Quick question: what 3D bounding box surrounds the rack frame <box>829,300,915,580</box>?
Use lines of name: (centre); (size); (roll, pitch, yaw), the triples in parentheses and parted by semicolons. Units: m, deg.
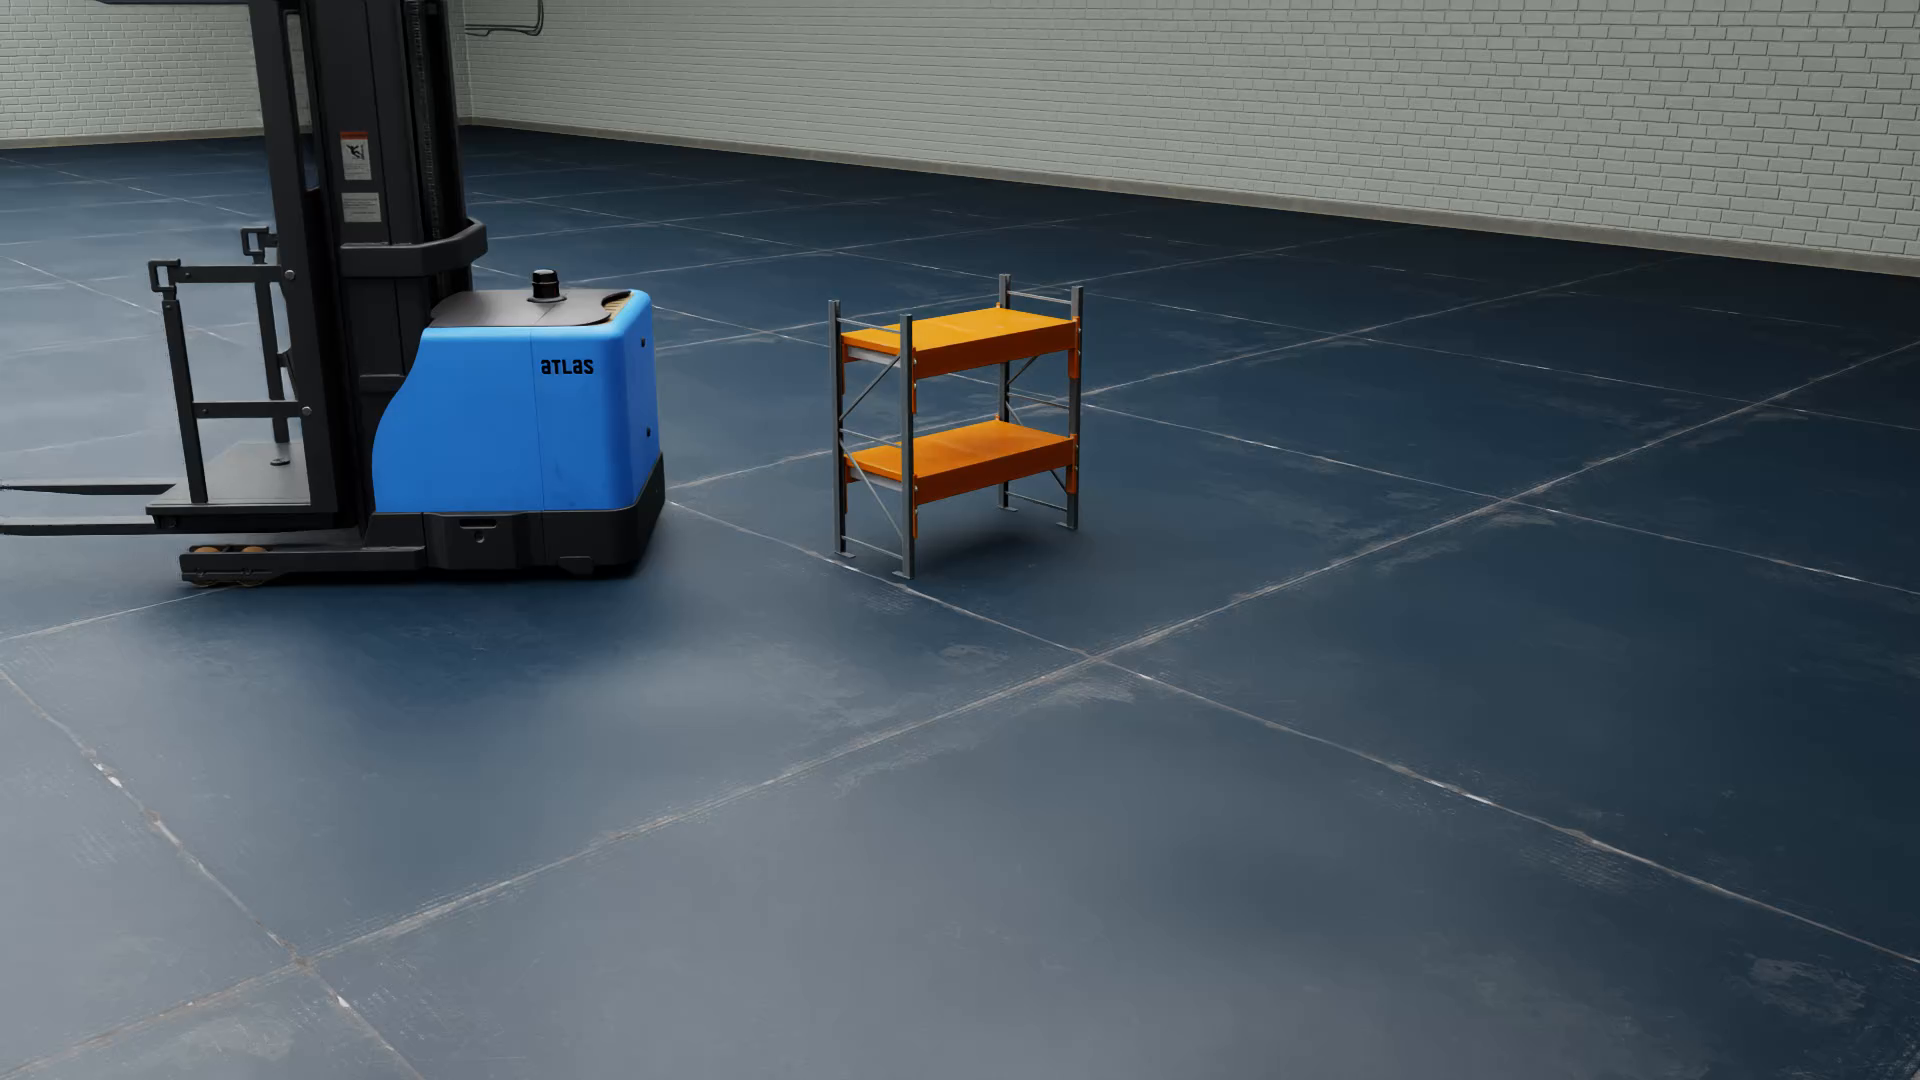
rack frame: (-0.374, -0.426, 7.046); (0.032, 1.125, 0.500); (-16, 24, -41)

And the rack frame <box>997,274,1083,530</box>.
rack frame: (0.364, -0.641, 7.711); (0.032, 1.125, 0.500); (-16, 24, -41)

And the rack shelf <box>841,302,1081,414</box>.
rack shelf: (-0.005, -0.812, 7.288); (1.000, 0.278, 0.538); (-16, 24, -41)

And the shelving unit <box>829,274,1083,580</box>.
shelving unit: (-0.005, -0.534, 7.378); (1.048, 1.125, 0.538); (-16, 24, -41)

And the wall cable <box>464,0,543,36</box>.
wall cable: (-8.681, -10.721, 31.066); (0.112, 2.526, 3.097); (-16, 24, -41)

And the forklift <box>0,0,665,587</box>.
forklift: (-2.895, -1.363, 7.008); (3.031, 2.935, 1.130); (-1, 18, -2)

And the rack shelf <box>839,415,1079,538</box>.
rack shelf: (-0.005, -0.301, 7.454); (1.000, 0.278, 0.538); (-16, 24, -41)
